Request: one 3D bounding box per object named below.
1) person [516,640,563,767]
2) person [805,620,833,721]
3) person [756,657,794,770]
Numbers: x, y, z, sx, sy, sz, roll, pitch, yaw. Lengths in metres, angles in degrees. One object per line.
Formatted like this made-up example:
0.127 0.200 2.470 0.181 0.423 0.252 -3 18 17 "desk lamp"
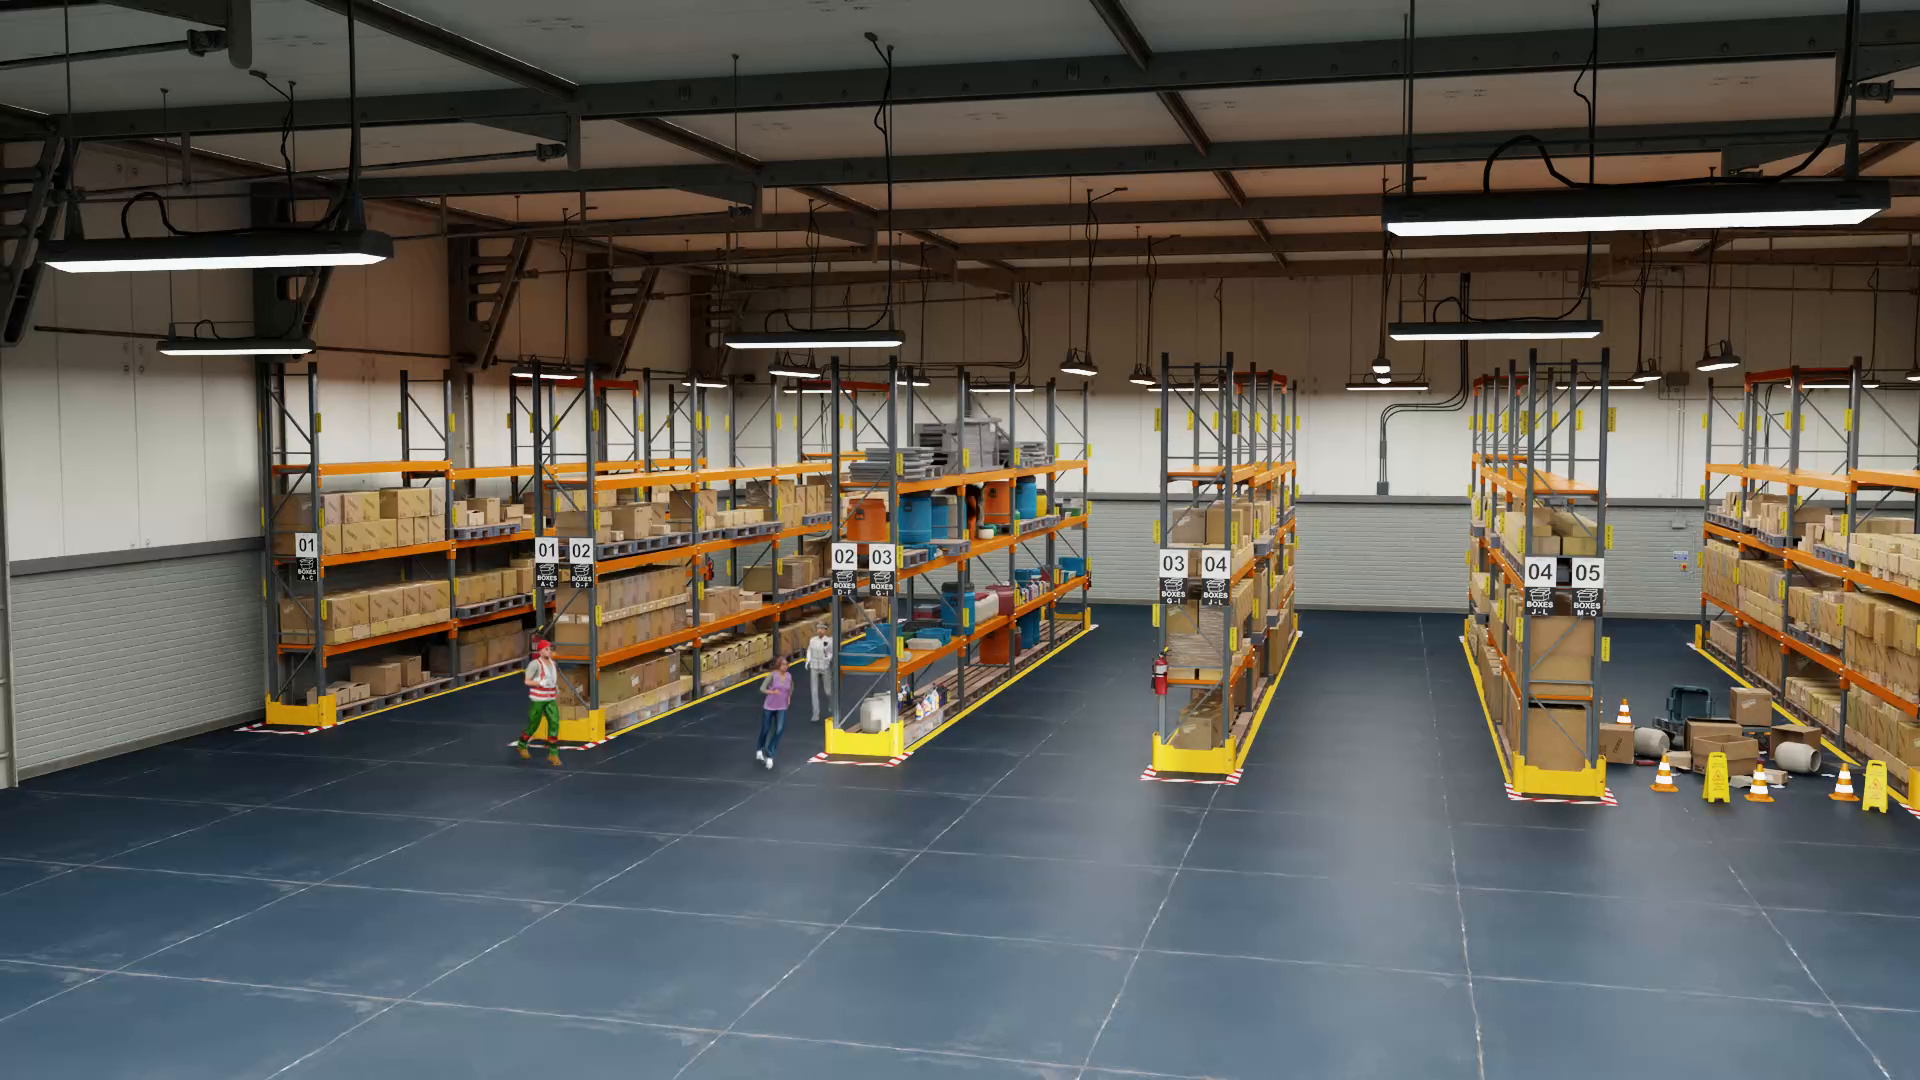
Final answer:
-6.144 2.382 24.466 0.891 1.830 0.658 3 5 37 "person"
-2.362 2.182 28.110 0.586 1.667 0.848 1 4 13 "person"
-2.684 2.502 24.384 0.563 1.605 0.693 -1 4 -18 "person"
